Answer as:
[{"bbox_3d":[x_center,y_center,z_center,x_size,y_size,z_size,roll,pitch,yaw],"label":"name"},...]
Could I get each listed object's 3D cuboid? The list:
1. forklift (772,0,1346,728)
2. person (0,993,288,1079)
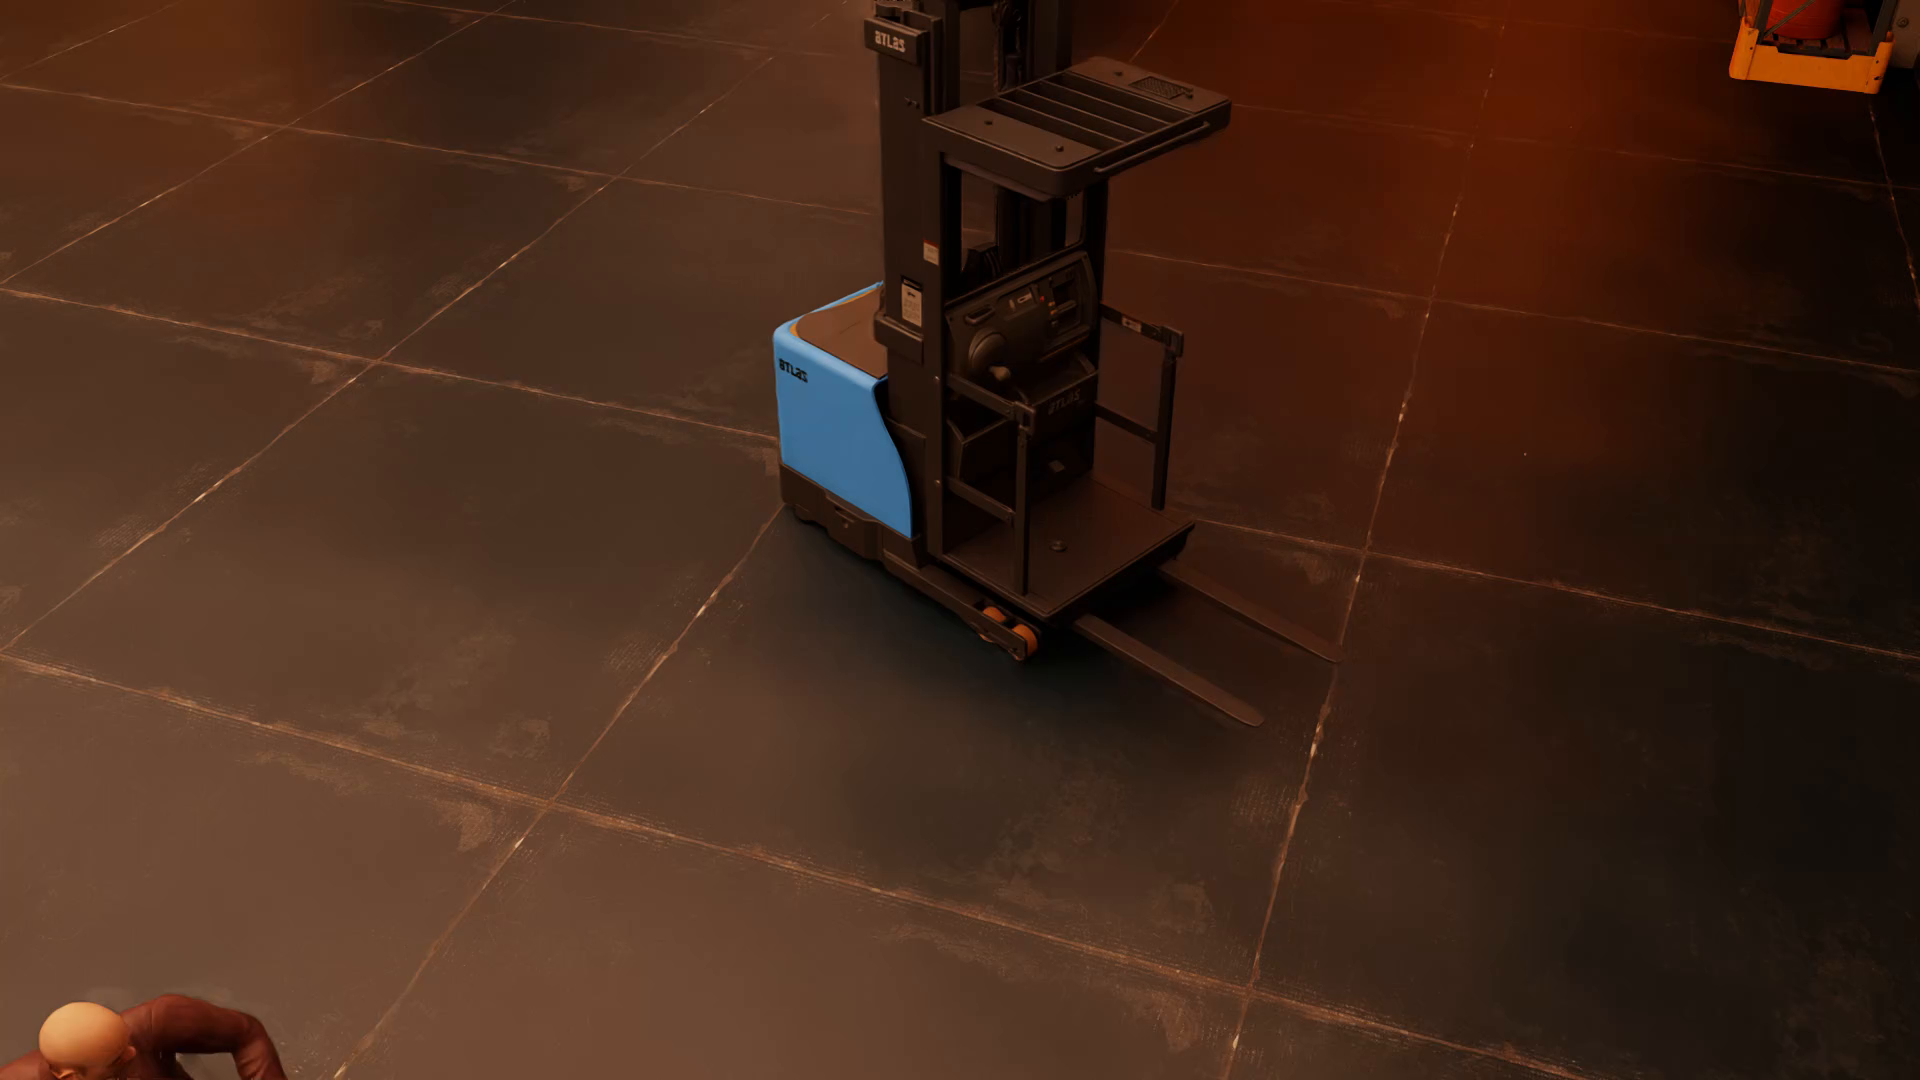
[{"bbox_3d":[0.442,-0.968,7.476,1.130,2.935,3.031,-30,45,-35],"label":"forklift"},{"bbox_3d":[-2.406,1.797,4.793,1.018,1.630,0.552,-13,37,-18],"label":"person"}]
